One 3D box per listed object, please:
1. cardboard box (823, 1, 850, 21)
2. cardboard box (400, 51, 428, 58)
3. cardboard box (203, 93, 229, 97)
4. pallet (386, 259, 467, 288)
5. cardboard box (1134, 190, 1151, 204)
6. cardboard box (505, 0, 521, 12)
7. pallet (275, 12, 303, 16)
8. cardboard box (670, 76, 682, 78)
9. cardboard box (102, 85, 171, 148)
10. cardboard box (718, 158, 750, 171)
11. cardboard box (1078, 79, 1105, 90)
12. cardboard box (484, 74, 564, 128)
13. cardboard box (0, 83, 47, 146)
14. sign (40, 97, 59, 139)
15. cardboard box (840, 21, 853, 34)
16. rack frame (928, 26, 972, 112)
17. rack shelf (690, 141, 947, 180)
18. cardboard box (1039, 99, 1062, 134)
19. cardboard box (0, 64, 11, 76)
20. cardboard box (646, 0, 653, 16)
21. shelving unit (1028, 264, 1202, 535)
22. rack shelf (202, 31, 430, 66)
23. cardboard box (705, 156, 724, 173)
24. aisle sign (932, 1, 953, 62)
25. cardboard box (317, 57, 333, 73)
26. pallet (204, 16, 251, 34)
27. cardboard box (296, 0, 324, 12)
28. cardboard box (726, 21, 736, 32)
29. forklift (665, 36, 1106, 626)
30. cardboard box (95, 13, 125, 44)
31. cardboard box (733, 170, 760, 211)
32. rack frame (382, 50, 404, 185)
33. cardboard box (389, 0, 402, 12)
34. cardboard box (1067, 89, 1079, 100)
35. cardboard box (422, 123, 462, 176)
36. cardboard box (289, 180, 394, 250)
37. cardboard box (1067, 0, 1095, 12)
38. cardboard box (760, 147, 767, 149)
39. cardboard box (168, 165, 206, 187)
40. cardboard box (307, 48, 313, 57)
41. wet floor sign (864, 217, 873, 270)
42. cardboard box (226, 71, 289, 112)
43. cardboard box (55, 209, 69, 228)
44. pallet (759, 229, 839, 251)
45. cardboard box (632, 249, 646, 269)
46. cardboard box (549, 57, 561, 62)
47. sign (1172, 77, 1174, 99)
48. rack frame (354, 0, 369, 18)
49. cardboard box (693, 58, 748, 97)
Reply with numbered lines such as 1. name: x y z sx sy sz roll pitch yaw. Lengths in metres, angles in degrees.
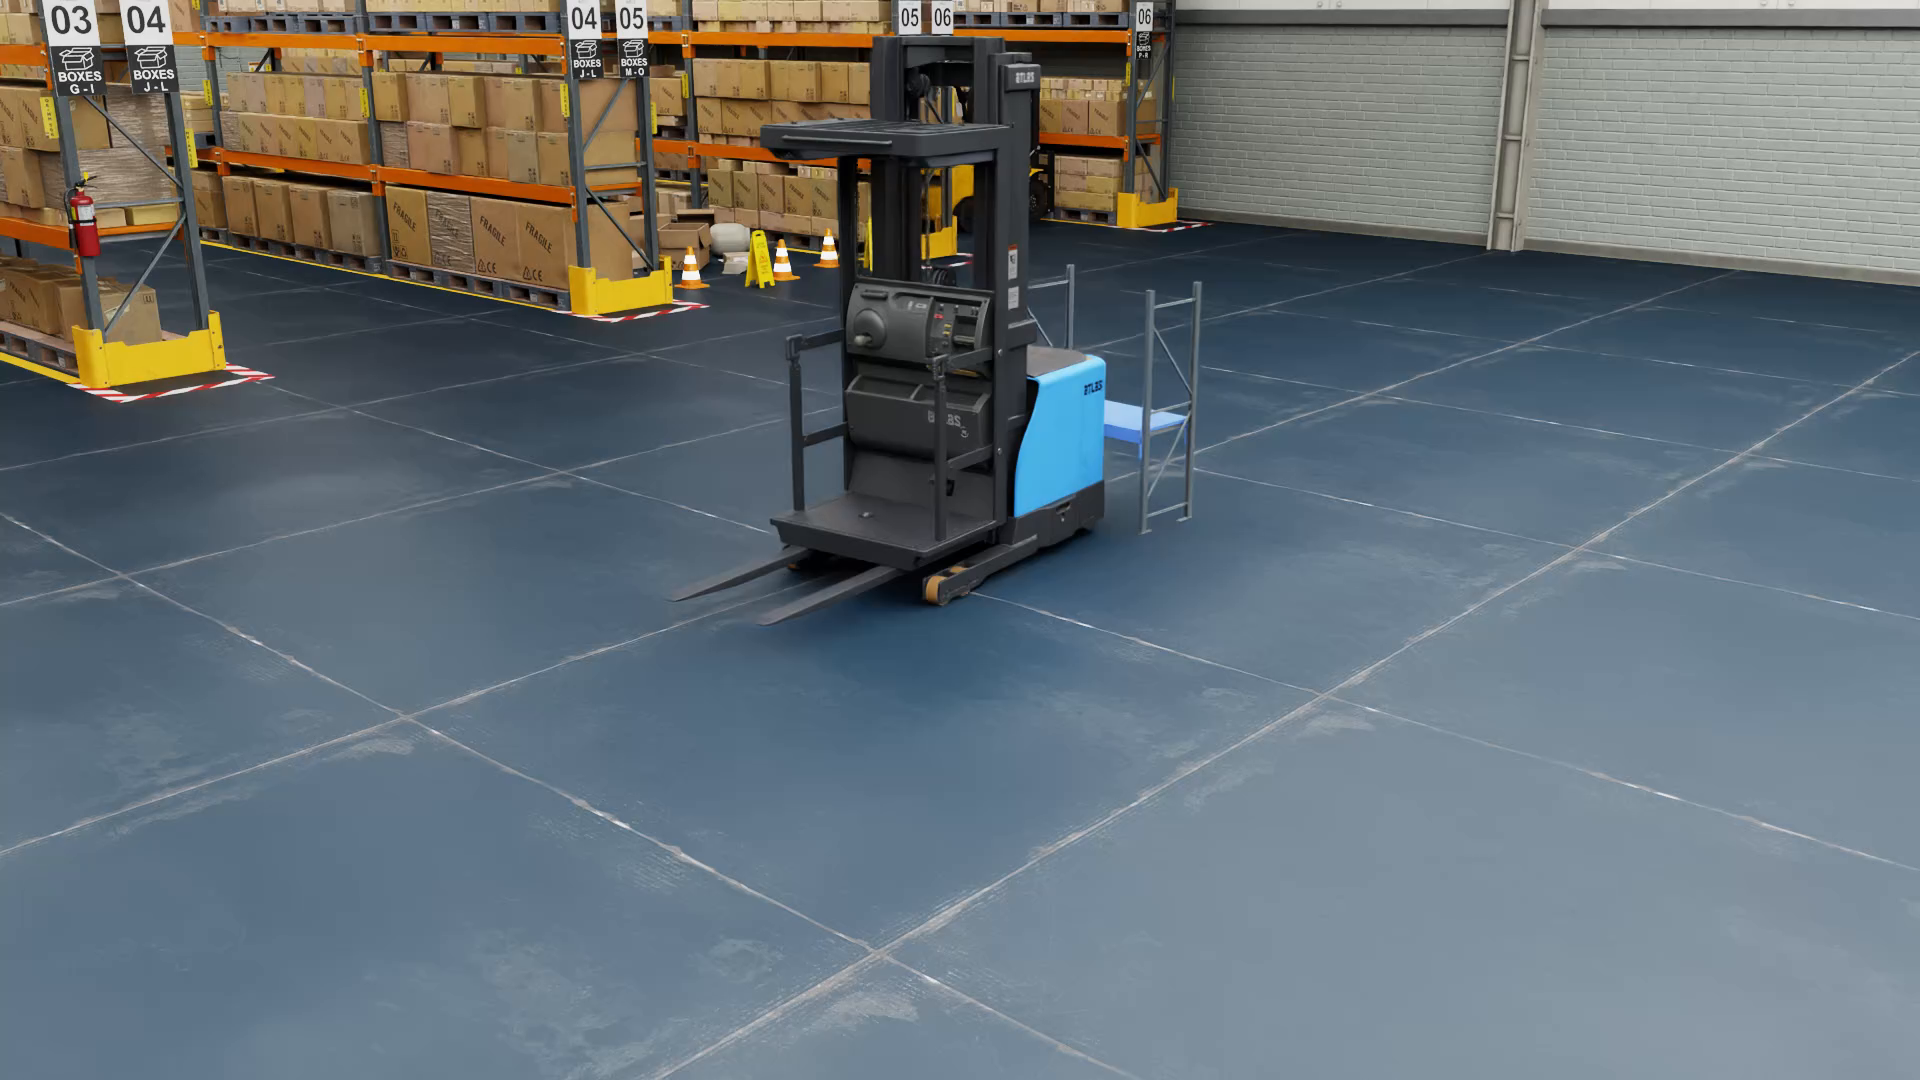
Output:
1. cardboard box: -1.400 -6.754 21.231 0.500 0.250 0.500 15 23 39
2. cardboard box: -9.511 -8.473 28.959 0.250 0.149 0.380 15 23 38
3. cardboard box: -10.464 -6.231 23.525 0.250 0.149 0.380 14 22 37
4. pallet: -6.157 -3.271 20.070 1.213 0.211 1.003 15 23 39
5. cardboard box: 2.582 -5.264 25.590 0.500 0.250 0.500 15 23 39
6. cardboard box: -4.536 -5.617 17.450 0.250 0.149 0.380 15 23 40
7. pallet: -11.877 -9.561 30.467 1.213 0.211 1.003 15 23 39
8. cardboard box: -3.999 -6.560 24.471 0.500 0.500 0.500 15 23 39
9. cardboard box: -7.281 -3.704 14.513 0.500 0.500 0.500 15 23 39
10. cardboard box: -3.148 -5.249 23.231 0.250 0.149 0.380 15 23 40
11. cardboard box: 1.993 -6.843 24.986 0.250 0.149 0.380 16 23 40
12. cardboard box: -4.735 -4.870 18.464 0.550 0.550 0.875 15 23 39
13. cardboard box: -8.376 -3.786 14.773 0.500 0.500 0.500 15 23 39
14. sign: -7.433 -3.446 13.576 0.005 0.325 0.100 15 23 39
15. cardboard box: -1.309 -6.530 21.184 0.250 0.149 0.380 16 24 41
16. rack frame: -0.172 -7.034 27.318 0.127 3.000 1.000 15 23 39
17. rack shelf: -1.968 -5.166 22.621 4.000 0.370 1.077 15 23 39
18. cardboard box: 1.512 -6.527 25.556 0.500 0.500 0.500 14 23 38
19. cardboard box: -15.108 -7.596 26.777 0.500 0.500 0.500 16 24 41
20. cardboard box: -4.372 -7.656 23.873 0.500 0.250 0.500 15 23 40
21. shelving unit: 0.918 -0.910 10.500 1.048 1.500 0.538 17 24 42
22. rack shelf: -8.170 -6.259 21.105 4.000 0.370 1.077 15 23 39
23. cardboard box: -4.383 -7.090 30.931 0.500 0.500 0.500 16 24 42
24. aisle sign: -0.220 -6.404 21.035 0.004 0.787 0.394 15 23 39
25. cardboard box: -11.114 -8.380 29.739 0.500 0.500 0.500 15 23 39
26. pallet: -9.149 -6.796 21.921 1.003 0.211 1.213 16 24 42
27. cardboard box: -7.743 -6.575 20.299 0.500 0.250 0.500 15 23 39
28. cardboard box: -2.976 -7.013 22.706 0.250 0.149 0.380 15 23 39
29. forklift: -0.359 -1.204 9.059 1.130 2.935 3.031 12 21 33
30. cardboard box: -7.239 -4.379 14.240 0.500 0.250 0.500 16 24 41
31. cardboard box: -2.794 -4.873 23.120 0.500 0.500 0.500 16 24 41
32. rack frame: -9.447 -7.517 28.839 0.127 3.000 1.000 15 23 39
33. cardboard box: -6.247 -6.076 18.896 0.250 0.149 0.380 15 23 39
34. cardboard box: 1.832 -6.757 25.207 0.250 0.149 0.380 15 23 39
35. cardboard box: -5.638 -4.530 19.180 0.550 0.550 0.875 15 23 39
36. cardboard box: -7.917 -4.197 21.403 0.750 0.750 1.050 15 23 39
37. cardboard box: 1.809 -7.993 24.744 0.258 0.266 0.396 15 23 39
38. cardboard box: -2.491 -5.396 22.571 0.250 0.149 0.380 15 23 40
39. cardboard box: -11.106 -5.222 23.807 0.500 0.250 0.500 16 23 41
40. cardboard box: -11.556 -8.815 30.040 0.250 0.149 0.380 15 23 40
41. wet floor sign: -1.040 -3.705 20.720 0.267 0.644 0.232 -9 20 -27
42. cardboard box: -9.337 -6.005 22.258 0.500 0.500 0.700 15 23 39
43. cardboard box: -7.587 -2.807 14.412 0.250 0.149 0.380 15 23 39
44. pallet: -2.021 -4.210 23.028 1.213 0.211 1.003 15 23 39
45. cardboard box: -4.166 -3.539 20.824 0.396 0.266 0.258 -13 22 -36
46. cardboard box: -7.865 -9.418 33.347 0.500 0.500 0.500 16 23 41
47. sign: 3.193 -6.806 25.037 0.005 0.325 0.100 15 23 39
48. rack frame: -6.674 -7.630 19.277 0.127 3.000 1.000 15 23 39
49. cardboard box: -3.279 -6.439 23.133 0.500 0.500 0.700 15 23 39
